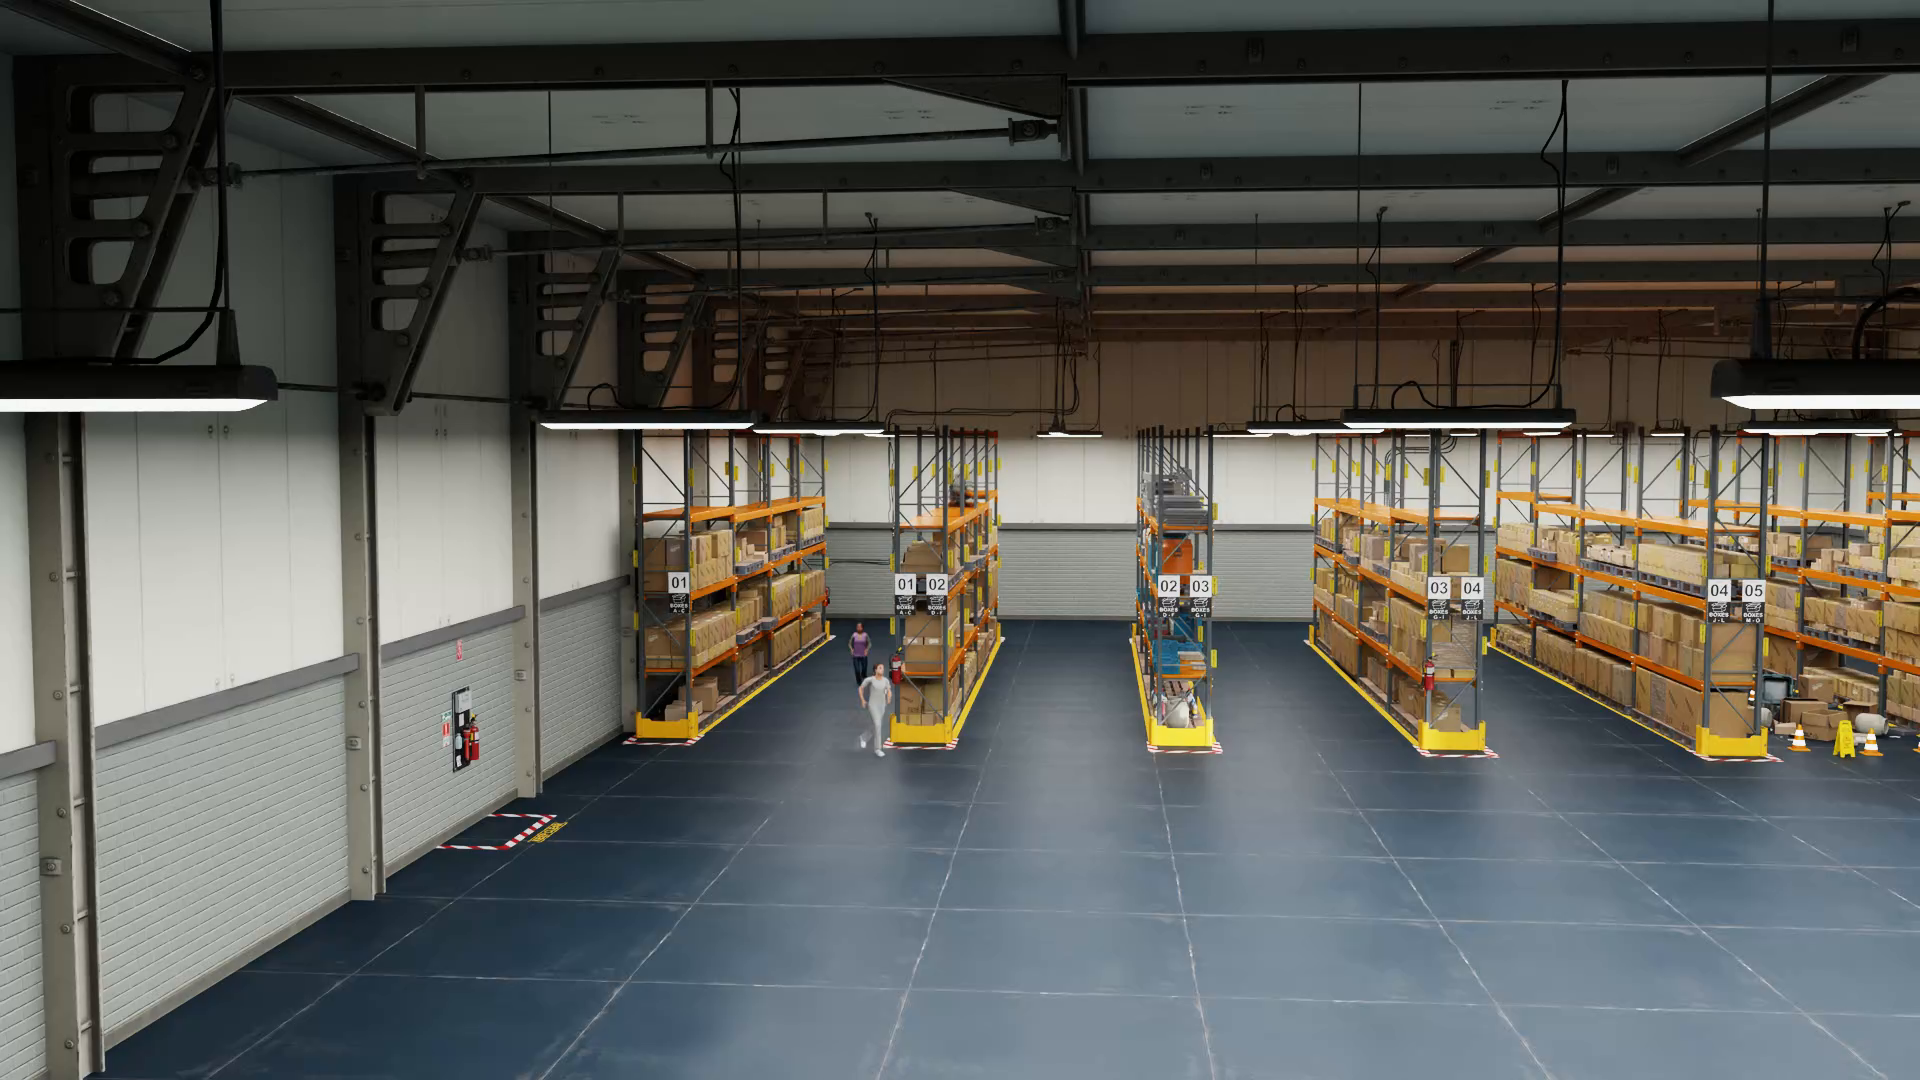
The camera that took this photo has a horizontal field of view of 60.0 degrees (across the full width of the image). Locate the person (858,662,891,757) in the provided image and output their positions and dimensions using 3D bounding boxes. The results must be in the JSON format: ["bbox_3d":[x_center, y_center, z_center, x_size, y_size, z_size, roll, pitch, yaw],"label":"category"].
[{"bbox_3d":[-1.509,3.070,30.420,0.602,1.660,0.842,-2,4,-34],"label":"person"}]

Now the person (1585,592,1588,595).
[{"bbox_3d":[16.658,2.234,44.141,0.547,1.704,0.846,0,3,0],"label":"person"}]

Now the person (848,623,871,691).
[{"bbox_3d":[-2.292,2.659,38.004,0.533,1.549,0.563,0,3,-1],"label":"person"}]
